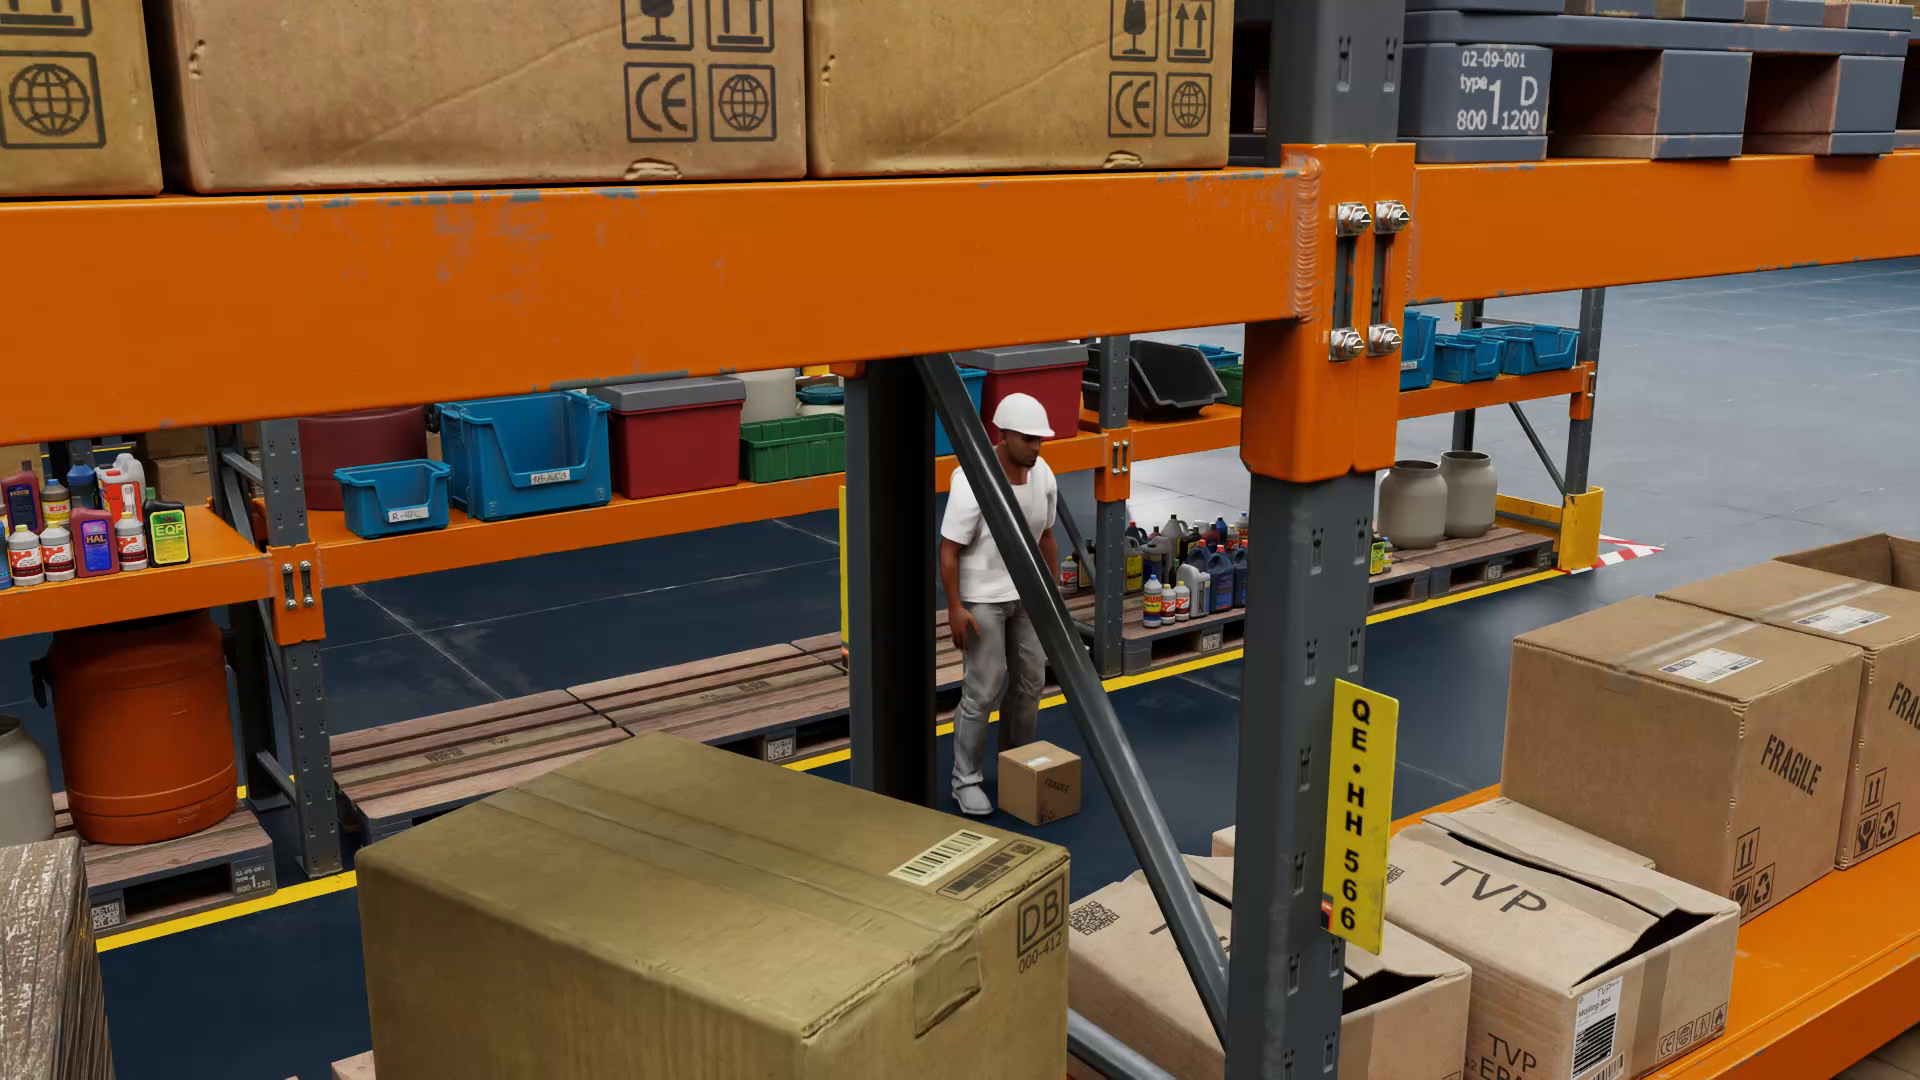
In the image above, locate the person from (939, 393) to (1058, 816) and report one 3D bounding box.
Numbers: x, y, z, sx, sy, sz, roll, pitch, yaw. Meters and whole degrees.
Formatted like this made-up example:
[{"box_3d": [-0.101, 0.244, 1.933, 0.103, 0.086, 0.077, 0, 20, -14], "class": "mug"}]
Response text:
[{"box_3d": [0.193, 0.250, 6.998, 0.618, 1.760, 0.460, -11, 18, -37], "class": "person"}]
